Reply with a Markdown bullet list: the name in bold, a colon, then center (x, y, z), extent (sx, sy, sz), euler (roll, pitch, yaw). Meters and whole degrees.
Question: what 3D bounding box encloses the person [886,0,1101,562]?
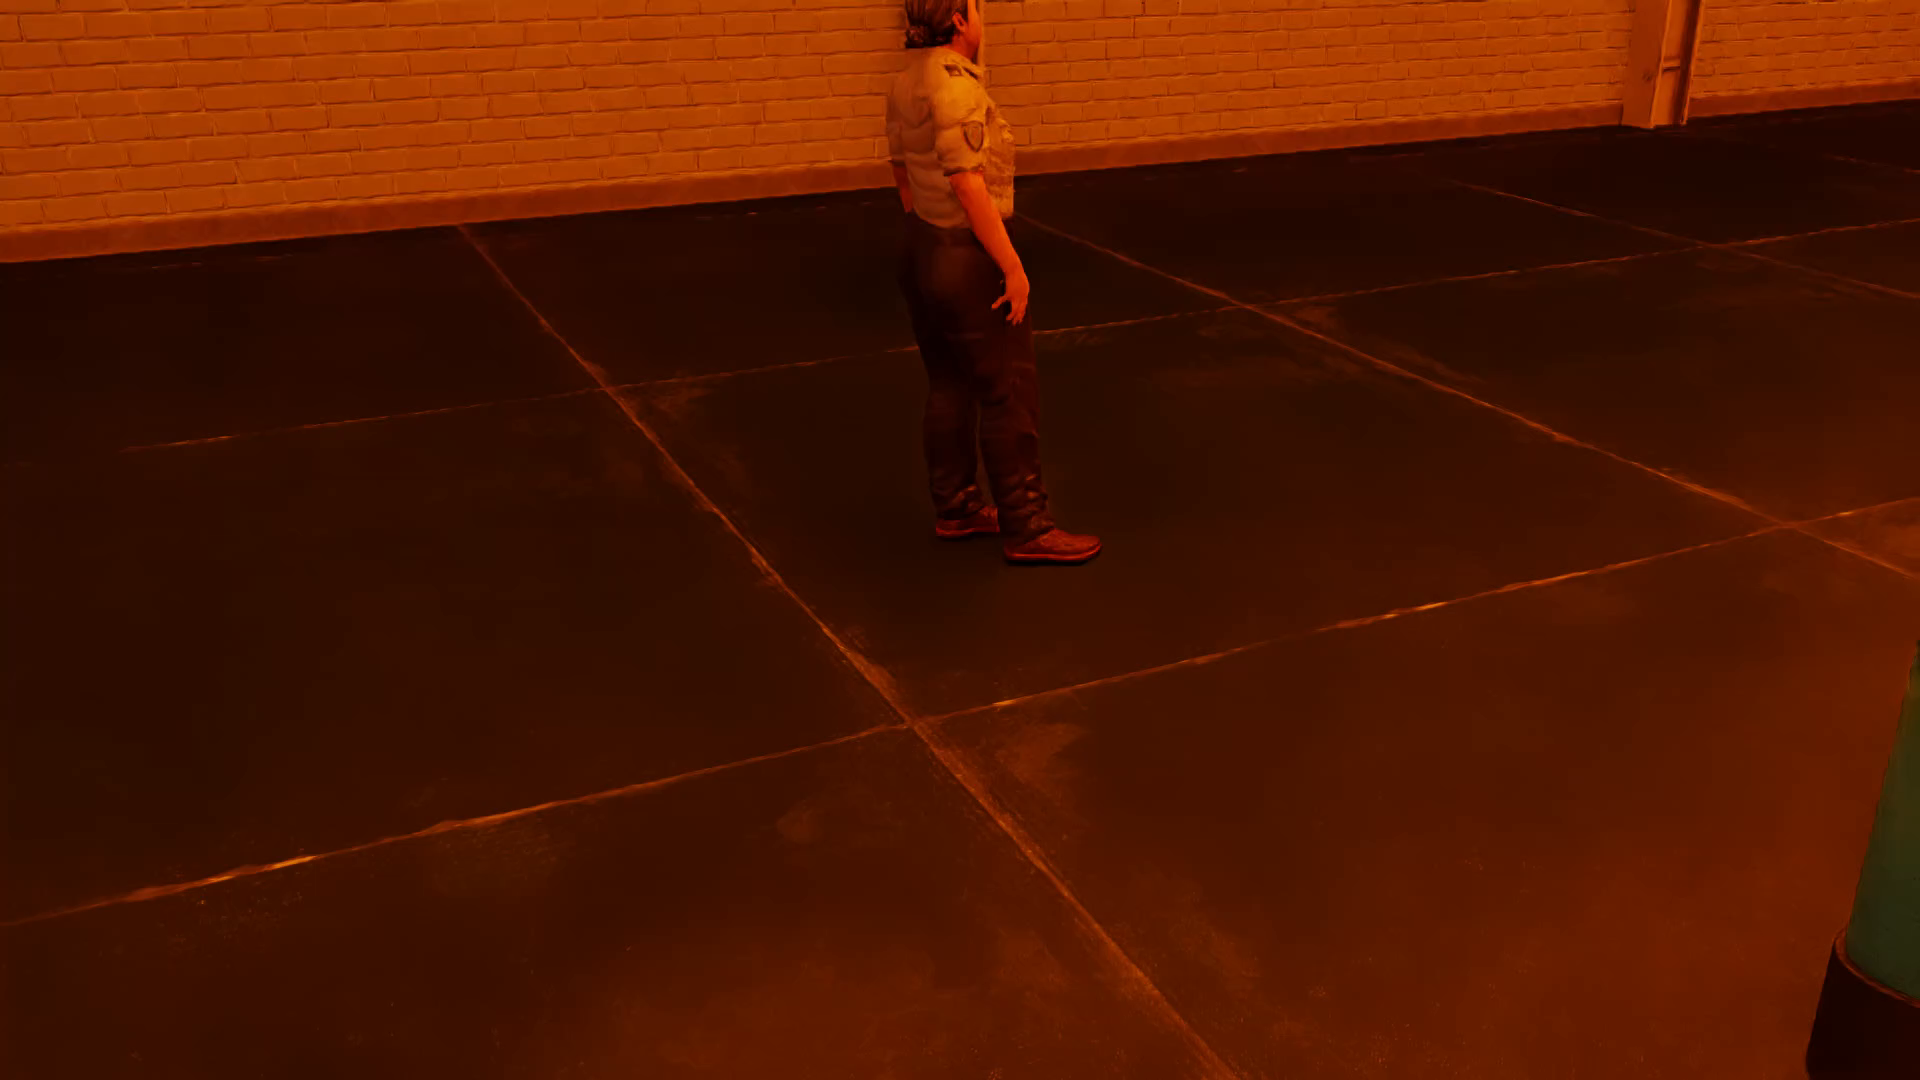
- **person**: center (0.091, -0.774, 4.804), extent (0.502, 1.650, 0.599), euler (-10, 25, -23)
